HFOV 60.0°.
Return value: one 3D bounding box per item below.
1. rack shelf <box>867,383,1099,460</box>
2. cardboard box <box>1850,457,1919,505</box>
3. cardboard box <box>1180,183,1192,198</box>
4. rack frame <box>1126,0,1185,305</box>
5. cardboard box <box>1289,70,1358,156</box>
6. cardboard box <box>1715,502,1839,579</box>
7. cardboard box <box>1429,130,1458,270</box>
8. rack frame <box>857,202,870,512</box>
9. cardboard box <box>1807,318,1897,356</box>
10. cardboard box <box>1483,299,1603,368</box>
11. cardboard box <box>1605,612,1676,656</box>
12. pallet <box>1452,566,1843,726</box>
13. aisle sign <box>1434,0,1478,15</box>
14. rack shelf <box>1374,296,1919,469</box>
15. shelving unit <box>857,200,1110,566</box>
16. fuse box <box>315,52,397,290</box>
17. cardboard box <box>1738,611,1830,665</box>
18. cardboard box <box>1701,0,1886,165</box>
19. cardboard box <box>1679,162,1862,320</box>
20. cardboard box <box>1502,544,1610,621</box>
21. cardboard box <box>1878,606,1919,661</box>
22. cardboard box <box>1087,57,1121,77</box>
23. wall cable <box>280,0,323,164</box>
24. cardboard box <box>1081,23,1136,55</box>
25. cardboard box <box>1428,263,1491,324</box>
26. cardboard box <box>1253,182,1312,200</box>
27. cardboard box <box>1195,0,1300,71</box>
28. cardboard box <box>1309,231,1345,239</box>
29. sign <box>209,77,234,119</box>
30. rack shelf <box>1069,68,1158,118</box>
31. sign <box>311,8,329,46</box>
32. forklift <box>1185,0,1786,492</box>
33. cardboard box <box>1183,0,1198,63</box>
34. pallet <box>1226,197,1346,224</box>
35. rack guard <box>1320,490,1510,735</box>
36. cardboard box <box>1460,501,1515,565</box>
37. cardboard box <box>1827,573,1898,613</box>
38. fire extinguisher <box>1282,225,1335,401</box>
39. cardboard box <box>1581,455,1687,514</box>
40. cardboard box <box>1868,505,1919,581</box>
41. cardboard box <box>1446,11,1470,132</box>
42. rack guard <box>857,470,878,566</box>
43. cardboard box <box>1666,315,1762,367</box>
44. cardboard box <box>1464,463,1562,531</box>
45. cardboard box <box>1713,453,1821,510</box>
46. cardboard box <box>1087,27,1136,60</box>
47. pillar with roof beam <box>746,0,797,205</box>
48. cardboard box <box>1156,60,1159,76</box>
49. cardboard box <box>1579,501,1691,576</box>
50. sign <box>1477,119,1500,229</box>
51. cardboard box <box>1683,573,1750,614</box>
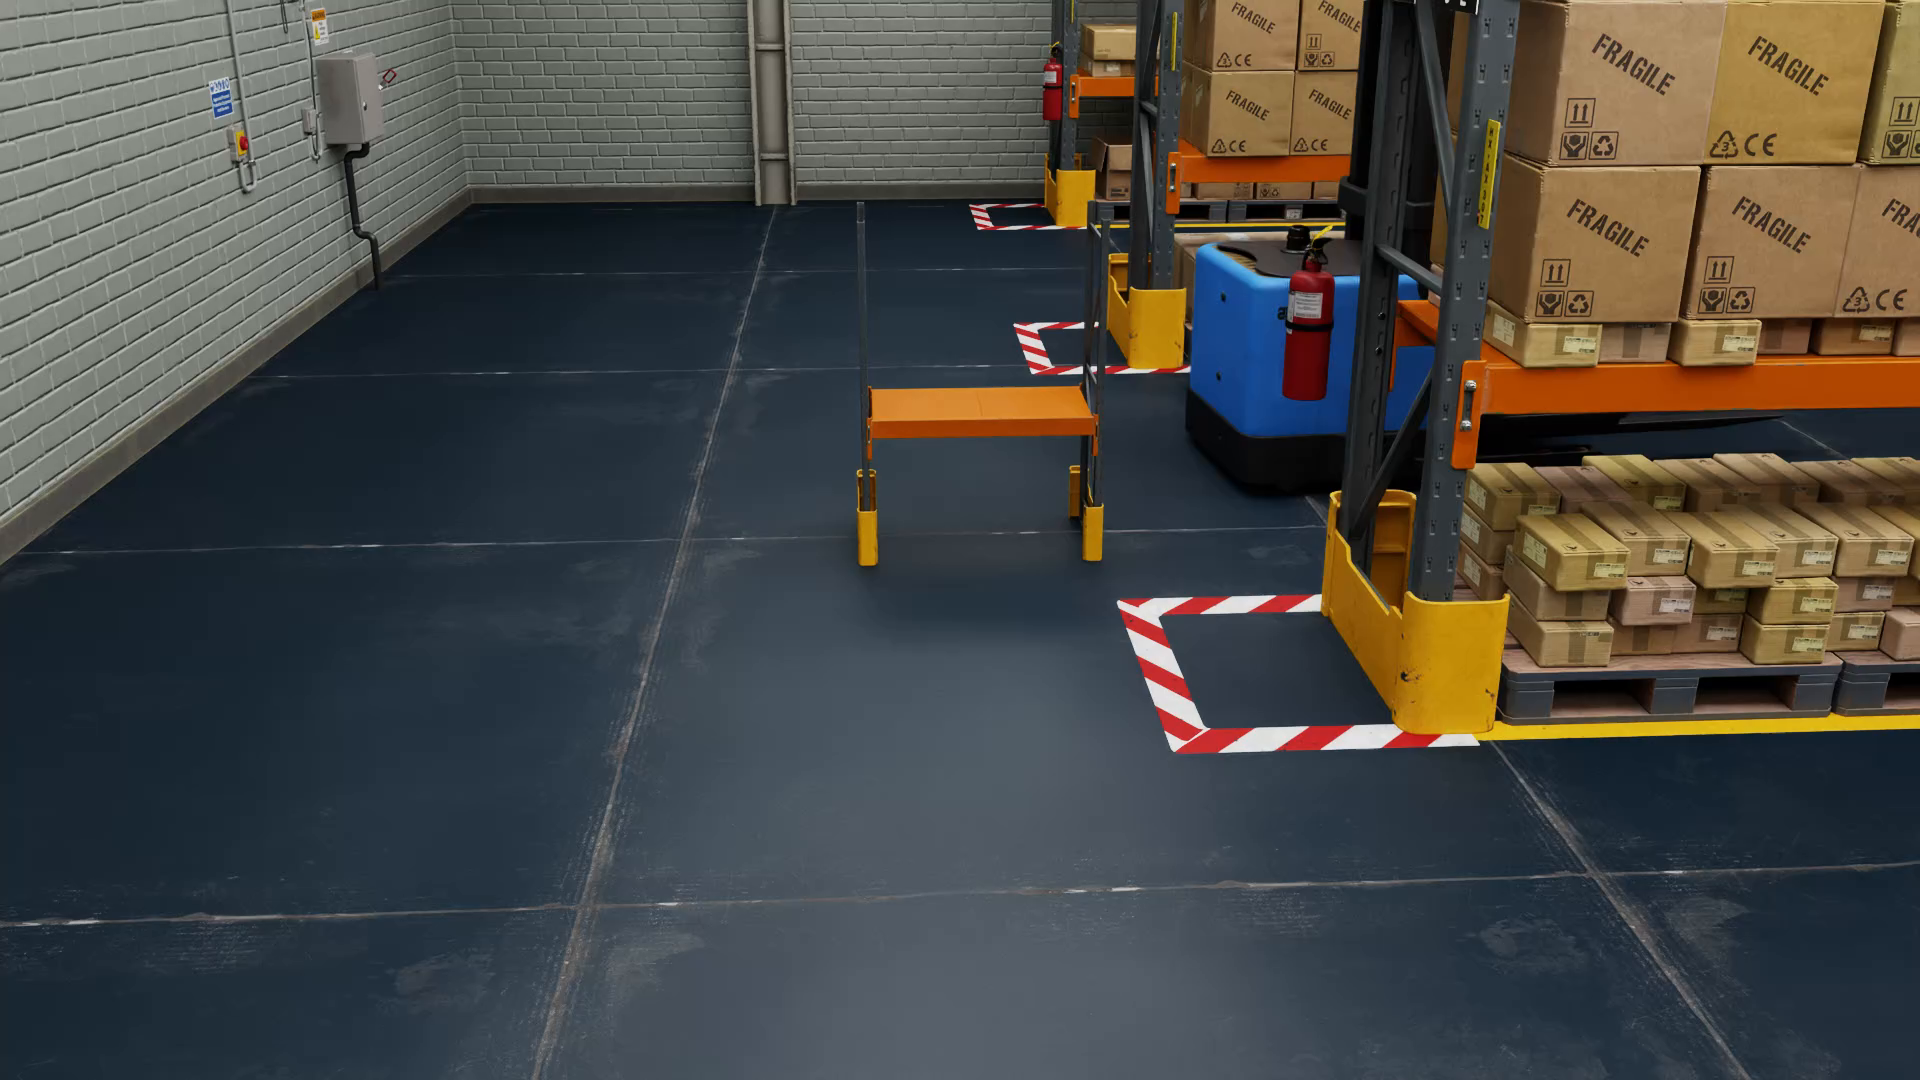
[{"bbox_3d":[0.085,-0.535,7.423,1.000,0.185,0.538,-1,21,-3],"label":"rack shelf"},{"bbox_3d":[3.689,-0.194,6.496,0.250,0.149,0.380,-1,21,-3],"label":"cardboard box"},{"bbox_3d":[1.985,-3.284,15.448,0.250,0.149,0.380,-2,21,-5],"label":"cardboard box"},{"bbox_3d":[1.230,-2.683,10.454,0.127,3.000,1.000,-1,21,-3],"label":"rack frame"},{"bbox_3d":[2.229,-2.658,10.246,0.500,0.500,0.500,-1,21,-4],"label":"cardboard box"},{"bbox_3d":[2.926,-0.001,5.989,0.250,0.149,0.380,-2,21,-6],"label":"cardboard box"},{"bbox_3d":[2.047,-1.213,6.034,0.500,0.500,0.500,-1,21,-2],"label":"cardboard box"},{"bbox_3d":[-0.422,-0.692,7.332,0.032,1.500,0.500,-1,21,-3],"label":"rack frame"},{"bbox_3d":[3.002,-0.757,5.746,0.250,0.149,0.380,-1,21,-4],"label":"cardboard box"},{"bbox_3d":[1.955,-0.700,5.597,0.250,0.149,0.380,-1,21,-3],"label":"cardboard box"},{"bbox_3d":[2.411,0.278,6.093,0.250,0.149,0.380,-1,21,-3],"label":"cardboard box"},{"bbox_3d":[2.502,0.371,6.351,1.213,0.211,1.003,-1,21,-3],"label":"pallet"},{"bbox_3d":[1.557,-2.034,5.094,0.004,0.787,0.394,-1,21,-3],"label":"aisle sign"},{"bbox_3d":[3.610,-0.632,6.075,4.000,0.370,1.077,-1,21,-3],"label":"rack shelf"},{"bbox_3d":[0.076,-0.702,7.358,1.083,1.500,0.587,-1,21,-3],"label":"shelving unit"},{"bbox_3d":[-4.373,-2.708,12.328,0.414,1.711,0.539,-1,21,-3],"label":"fuse box"},{"bbox_3d":[2.920,0.304,6.024,0.250,0.149,0.380,-1,21,-2],"label":"cardboard box"},{"bbox_3d":[2.580,-1.507,5.401,0.500,0.500,0.500,-1,21,-1],"label":"cardboard box"},{"bbox_3d":[2.610,-1.044,5.588,0.500,0.500,0.500,-1,21,-3],"label":"cardboard box"},{"bbox_3d":[2.151,0.150,6.008,0.250,0.149,0.380,0,21,-1],"label":"cardboard box"},{"bbox_3d":[3.423,0.291,6.058,0.250,0.149,0.380,-2,21,-6],"label":"cardboard box"},{"bbox_3d":[1.286,-4.238,14.891,0.250,0.149,0.380,-1,21,-3],"label":"cardboard box"},{"bbox_3d":[-4.491,-3.539,11.273,0.122,1.984,0.588,-1,21,-3],"label":"wall cable"},{"bbox_3d":[1.387,-4.619,15.331,0.500,0.250,0.500,-1,21,-1],"label":"cardboard box"},{"bbox_3d":[1.922,-0.917,6.166,0.250,0.149,0.380,-1,21,-3],"label":"cardboard box"},{"bbox_3d":[2.948,-3.432,15.343,0.500,0.500,0.500,-1,21,-2],"label":"cardboard box"},{"bbox_3d":[1.725,-3.106,10.018,0.500,0.500,0.500,-2,21,-4],"label":"cardboard box"},{"bbox_3d":[2.796,-1.753,11.020,0.875,0.438,0.875,-1,21,-2],"label":"cardboard box"},{"bbox_3d":[-4.457,-2.669,10.035,0.001,0.218,0.327,-1,21,-3],"label":"sign"},{"bbox_3d":[2.939,-4.151,15.319,4.000,0.370,1.077,-1,21,-3],"label":"rack shelf"},{"bbox_3d":[-4.576,-3.672,11.889,0.001,0.242,0.339,-1,21,-3],"label":"sign"},{"bbox_3d":[2.782,-1.841,8.338,3.031,2.935,1.130,-3,21,-9],"label":"forklift"},{"bbox_3d":[1.697,-3.292,10.506,0.500,0.500,0.500,0,21,-1],"label":"cardboard box"},{"bbox_3d":[3.029,-3.185,15.691,1.213,0.211,1.003,-1,21,-3],"label":"pallet"},{"bbox_3d":[1.689,0.240,6.289,0.348,0.500,1.175,-1,21,-3],"label":"rack guard"},{"bbox_3d":[2.124,-0.042,6.514,0.250,0.149,0.380,-2,21,-5],"label":"cardboard box"},{"bbox_3d":[3.189,0.123,6.081,0.250,0.149,0.380,-2,21,-6],"label":"cardboard box"},{"bbox_3d":[1.335,-0.876,6.338,0.183,0.674,0.296,-1,21,-3],"label":"fire extinguisher"},{"bbox_3d":[2.633,-0.205,6.524,0.250,0.149,0.380,-2,21,-4],"label":"cardboard box"},{"bbox_3d":[3.468,0.007,5.967,0.250,0.149,0.380,-1,21,-2],"label":"cardboard box"},{"bbox_3d":[2.056,-1.678,5.848,0.500,0.500,0.500,-2,21,-4],"label":"cardboard box"},{"bbox_3d":[-0.421,-0.108,7.554,0.087,0.250,0.587,-1,21,-3],"label":"rack guard"},{"bbox_3d":[2.478,-0.706,5.613,0.250,0.149,0.380,-2,21,-5],"label":"cardboard box"},{"bbox_3d":[2.127,-0.170,6.432,0.250,0.149,0.380,-1,21,-2],"label":"cardboard box"},{"bbox_3d":[3.160,-0.213,6.545,0.250,0.149,0.380,0,21,-1],"label":"cardboard box"},{"bbox_3d":[1.411,-4.429,14.831,0.500,0.250,0.500,-1,21,-3],"label":"cardboard box"},{"bbox_3d":[-1.555,-5.986,10.698,0.400,9.000,9.100,-1,21,-3],"label":"pillar with roof beam"},{"bbox_3d":[1.798,-4.278,14.994,0.250,0.149,0.380,-1,21,-4],"label":"cardboard box"},{"bbox_3d":[2.424,-0.007,6.005,0.250,0.149,0.380,-1,21,-2],"label":"cardboard box"},{"bbox_3d":[1.644,-1.139,5.180,0.005,0.325,0.100,-1,21,-3],"label":"sign"},{"bbox_3d":[2.667,0.129,6.066,0.250,0.149,0.380,-1,21,-2],"label":"cardboard box"}]
